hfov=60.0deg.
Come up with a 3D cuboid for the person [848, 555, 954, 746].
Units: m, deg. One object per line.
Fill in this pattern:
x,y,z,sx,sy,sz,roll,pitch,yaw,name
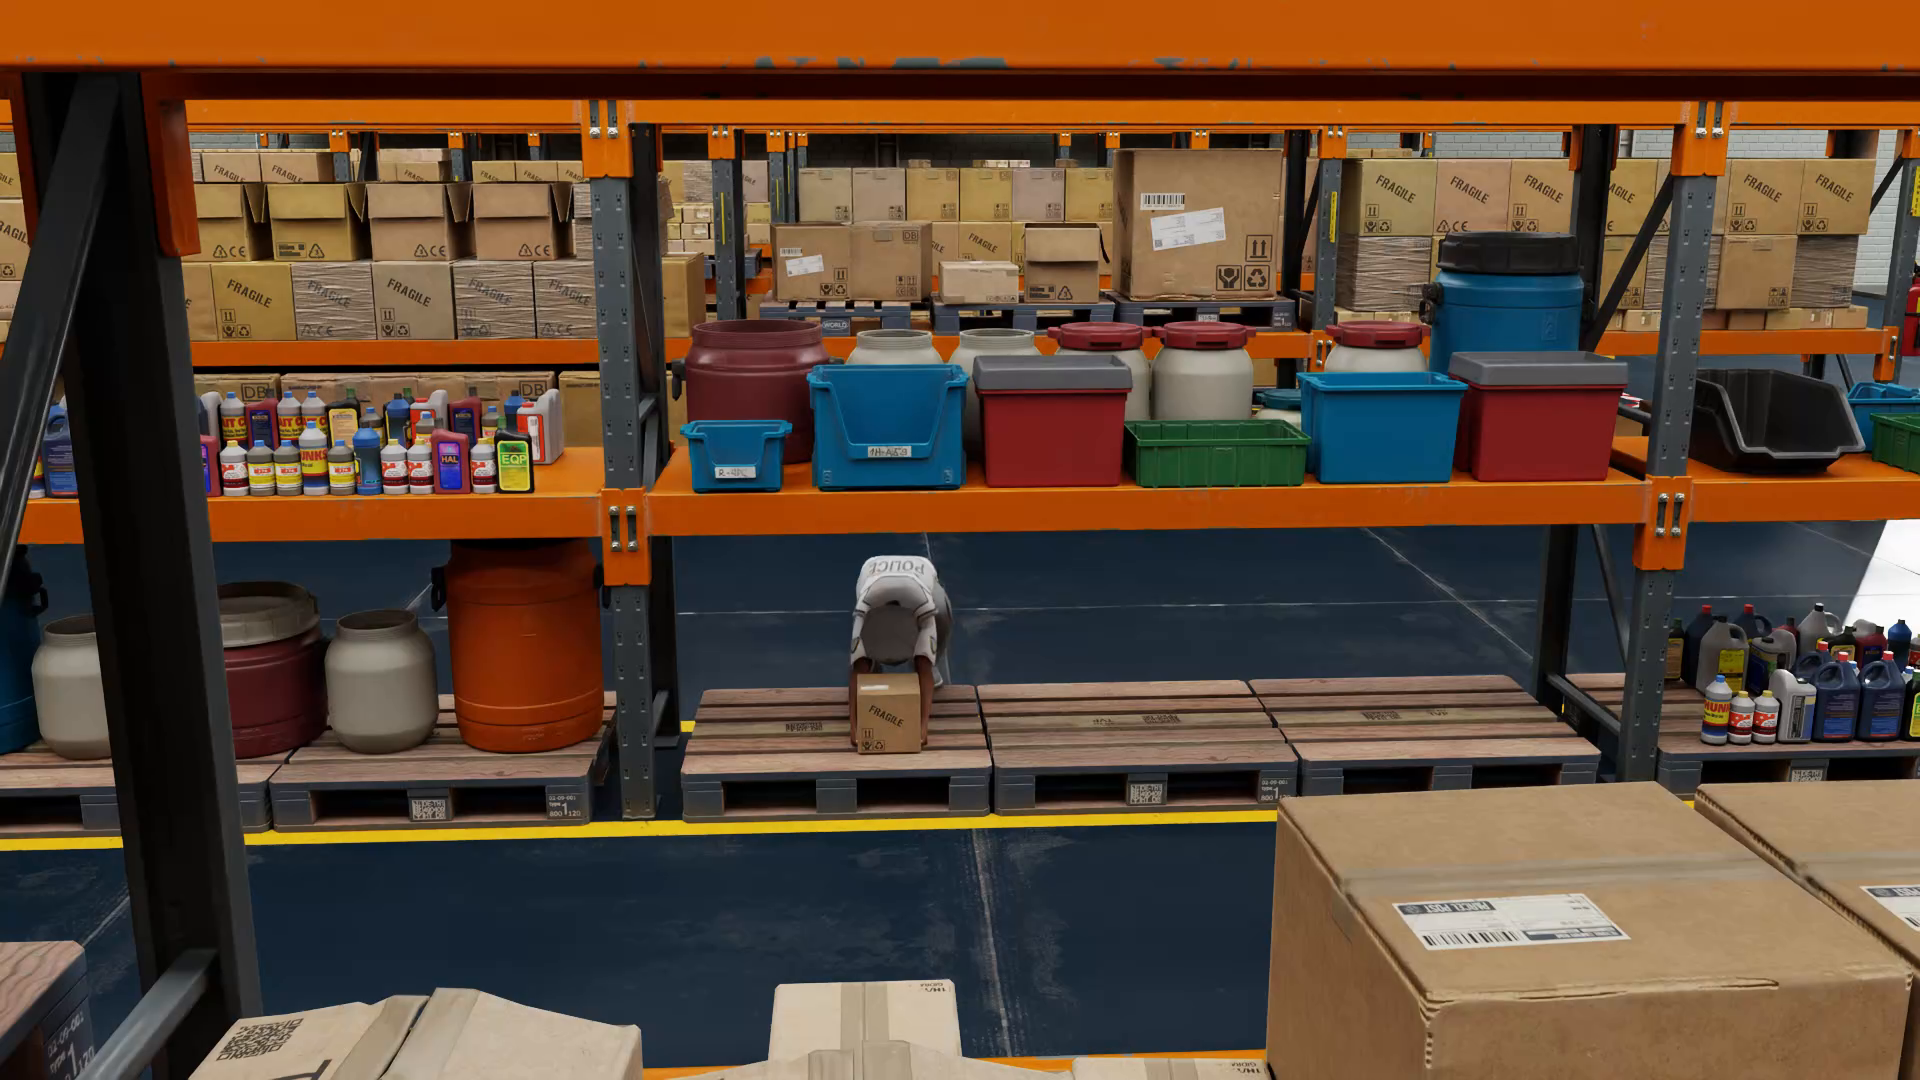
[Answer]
-0.260,0.532,7.189,0.466,0.778,1.207,0,14,0,person
